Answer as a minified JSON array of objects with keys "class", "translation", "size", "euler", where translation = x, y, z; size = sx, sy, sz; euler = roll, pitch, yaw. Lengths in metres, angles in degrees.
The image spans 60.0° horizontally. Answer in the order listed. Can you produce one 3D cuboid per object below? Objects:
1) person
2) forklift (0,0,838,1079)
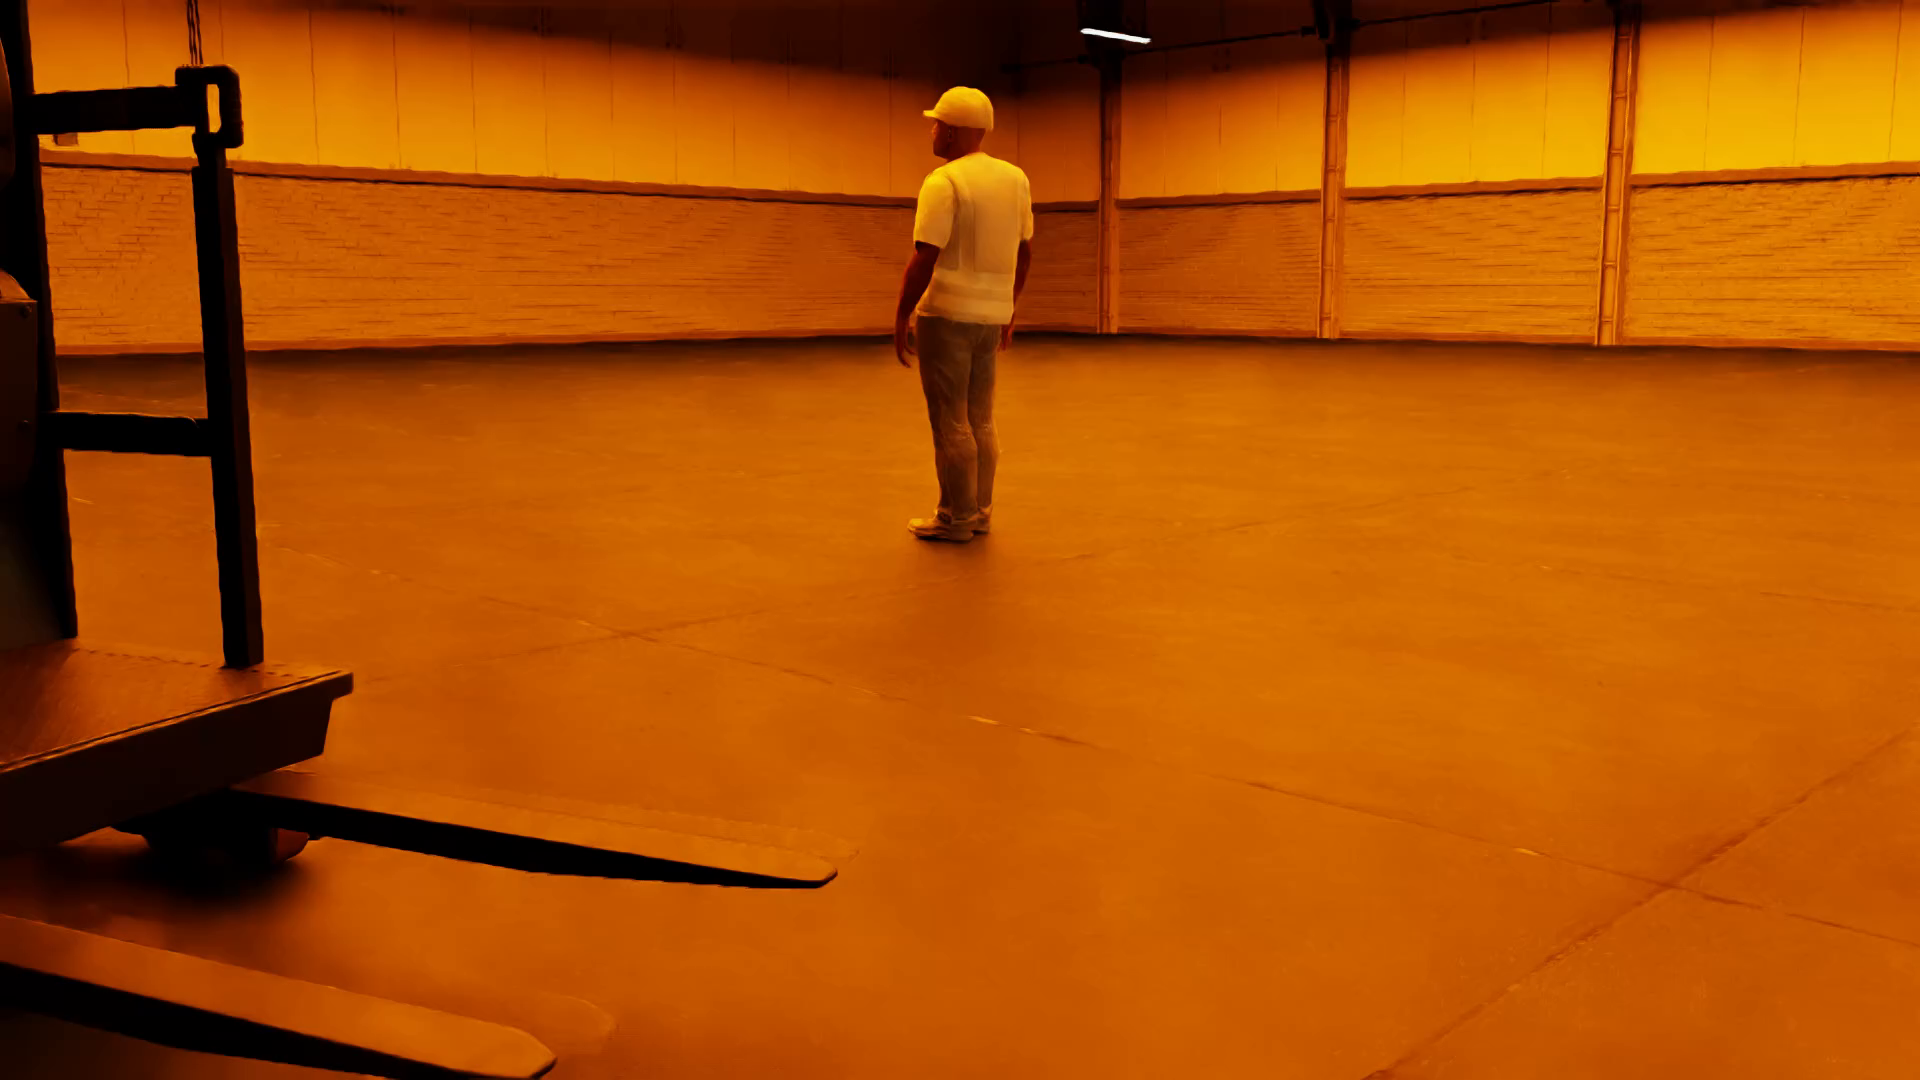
[{"class":"person","translation":[-0.046,-0.888,6.636],"size":[0.576,1.766,0.665],"euler":[8,12,43]},{"class":"forklift","translation":[-1.681,-0.828,2.373],"size":[3.031,2.935,1.130],"euler":[4,9,24]}]
